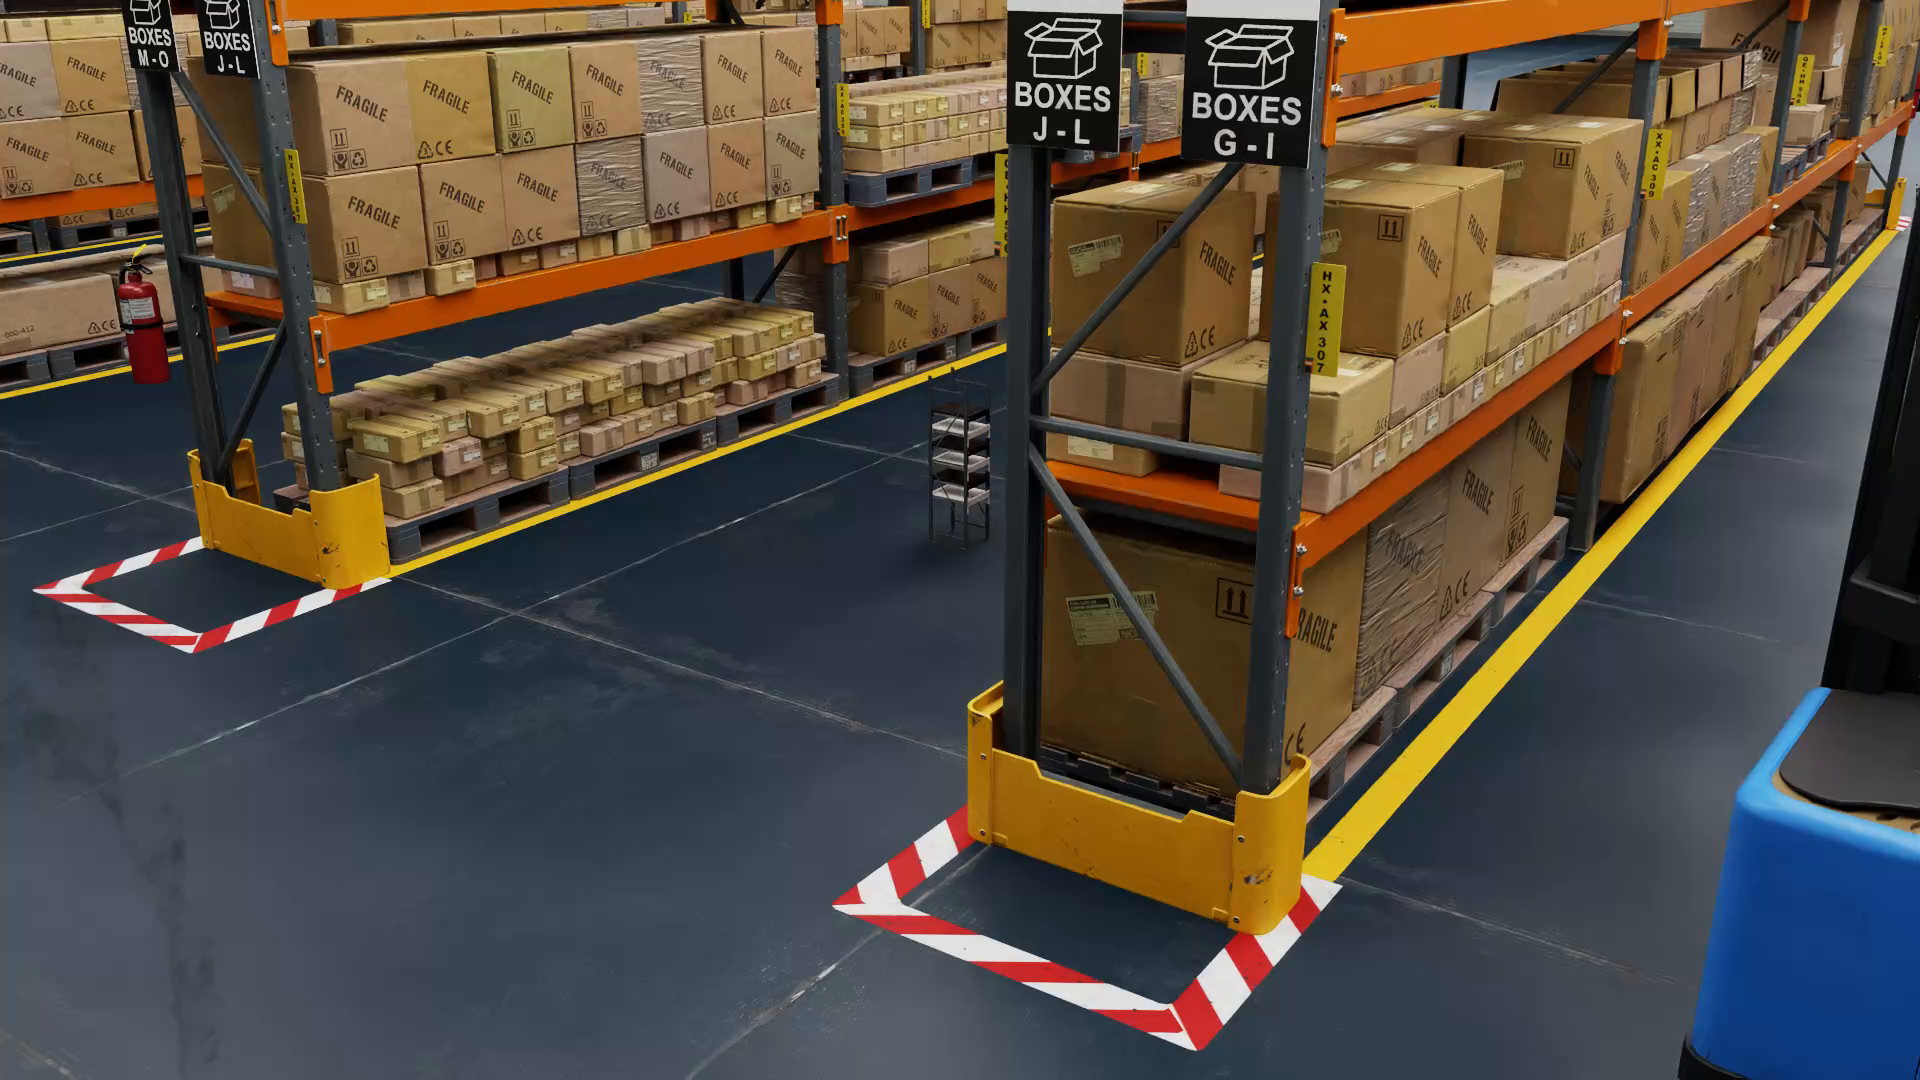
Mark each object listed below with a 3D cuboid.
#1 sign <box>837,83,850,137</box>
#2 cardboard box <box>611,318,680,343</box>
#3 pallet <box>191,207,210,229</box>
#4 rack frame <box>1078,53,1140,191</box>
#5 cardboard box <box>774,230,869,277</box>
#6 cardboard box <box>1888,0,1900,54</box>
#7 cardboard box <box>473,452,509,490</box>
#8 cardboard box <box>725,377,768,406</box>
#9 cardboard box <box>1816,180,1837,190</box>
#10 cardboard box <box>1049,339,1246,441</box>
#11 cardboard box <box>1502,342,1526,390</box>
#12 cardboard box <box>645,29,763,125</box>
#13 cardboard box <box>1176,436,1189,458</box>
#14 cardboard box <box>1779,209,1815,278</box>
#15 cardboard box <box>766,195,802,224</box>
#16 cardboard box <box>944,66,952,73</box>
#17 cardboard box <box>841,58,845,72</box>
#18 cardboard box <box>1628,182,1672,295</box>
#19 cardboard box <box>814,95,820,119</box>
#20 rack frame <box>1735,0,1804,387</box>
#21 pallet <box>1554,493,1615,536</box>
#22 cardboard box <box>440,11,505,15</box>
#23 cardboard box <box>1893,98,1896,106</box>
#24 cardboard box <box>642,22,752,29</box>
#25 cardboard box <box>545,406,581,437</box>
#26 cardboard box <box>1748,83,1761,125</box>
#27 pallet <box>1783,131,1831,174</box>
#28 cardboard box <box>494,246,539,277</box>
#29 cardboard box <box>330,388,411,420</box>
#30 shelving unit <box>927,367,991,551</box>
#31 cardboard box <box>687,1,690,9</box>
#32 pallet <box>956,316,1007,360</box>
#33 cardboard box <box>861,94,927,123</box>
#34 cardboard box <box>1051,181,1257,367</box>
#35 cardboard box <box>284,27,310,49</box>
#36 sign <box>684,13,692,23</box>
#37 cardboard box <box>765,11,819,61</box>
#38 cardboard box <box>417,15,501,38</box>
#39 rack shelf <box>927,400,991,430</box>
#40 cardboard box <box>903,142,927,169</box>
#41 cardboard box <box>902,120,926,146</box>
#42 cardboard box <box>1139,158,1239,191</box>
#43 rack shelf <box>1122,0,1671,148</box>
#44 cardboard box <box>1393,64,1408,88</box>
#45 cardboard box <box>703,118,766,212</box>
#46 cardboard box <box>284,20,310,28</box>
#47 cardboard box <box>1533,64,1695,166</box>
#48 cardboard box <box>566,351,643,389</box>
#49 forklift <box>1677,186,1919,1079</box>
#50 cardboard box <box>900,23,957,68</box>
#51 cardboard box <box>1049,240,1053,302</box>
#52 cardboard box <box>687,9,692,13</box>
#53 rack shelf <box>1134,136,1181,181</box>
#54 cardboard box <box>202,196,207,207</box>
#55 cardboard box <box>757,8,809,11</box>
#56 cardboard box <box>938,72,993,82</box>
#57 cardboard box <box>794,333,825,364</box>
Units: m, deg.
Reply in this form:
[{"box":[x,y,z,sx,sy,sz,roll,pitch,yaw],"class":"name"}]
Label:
[{"box":[-0.749,-2.745,10.615,0.100,0.325,0.005,13,24,32],"class":"sign"},{"box":[-2.000,-1.294,10.587,0.380,0.149,0.250,13,24,30],"class":"cardboard box"},{"box":[-8.349,-3.630,18.276,1.003,0.211,1.213,13,24,32],"class":"pallet"},{"box":[1.047,-3.590,14.148,1.000,3.000,0.127,13,24,32],"class":"rack frame"},{"box":[-0.992,-2.082,11.987,0.500,0.250,0.500,13,24,30],"class":"cardboard box"},{"box":[8.084,-4.621,14.918,0.500,0.500,0.500,13,24,32],"class":"cardboard box"},{"box":[-2.678,-0.407,9.044,0.380,0.149,0.250,14,24,32],"class":"cardboard box"},{"box":[-1.451,-0.977,10.587,0.380,0.149,0.250,12,24,30],"class":"cardboard box"},{"box":[8.198,-3.233,16.178,0.500,0.500,0.500,11,23,27],"class":"cardboard box"},{"box":[0.648,-0.559,5.739,0.500,0.250,0.500,13,24,31],"class":"cardboard box"},{"box":[2.077,-0.736,6.792,0.380,0.149,0.250,14,24,33],"class":"cardboard box"},{"box":[-1.529,-2.761,9.892,0.500,0.500,0.500,12,24,30],"class":"cardboard box"},{"box":[0.668,-0.422,5.945,0.380,0.149,0.250,14,24,32],"class":"cardboard box"},{"box":[6.978,-2.604,14.450,0.700,0.500,0.500,11,23,28],"class":"cardboard box"},{"box":[-1.223,-2.102,10.487,0.380,0.149,0.250,13,24,30],"class":"cardboard box"},{"box":[-0.314,-5.667,20.124,0.380,0.149,0.250,14,25,33],"class":"cardboard box"},{"box":[-1.502,-5.262,18.424,0.380,0.149,0.250,13,24,32],"class":"cardboard box"},{"box":[3.309,-1.577,8.559,0.500,0.500,0.500,13,24,32],"class":"cardboard box"},{"box":[-1.138,-2.954,11.327,0.380,0.149,0.250,15,25,34],"class":"cardboard box"},{"box":[5.092,-2.594,11.455,1.000,3.000,0.127,13,24,32],"class":"rack frame"},{"box":[3.215,-0.375,9.474,1.003,0.211,1.213,13,24,32],"class":"pallet"},{"box":[-4.444,-4.515,15.062,0.500,0.500,0.500,14,24,33],"class":"cardboard box"},{"box":[9.207,-4.428,16.773,0.380,0.149,0.250,13,24,32],"class":"cardboard box"},{"box":[-1.657,-3.016,10.581,0.500,0.500,0.500,14,24,33],"class":"cardboard box"},{"box":[-2.374,-0.697,9.401,0.380,0.149,0.250,12,23,29],"class":"cardboard box"},{"box":[5.363,-3.001,11.804,0.500,0.500,0.500,10,23,25],"class":"cardboard box"},{"box":[6.171,-3.080,13.045,1.003,0.211,1.213,13,24,32],"class":"pallet"},{"box":[-2.488,-1.528,8.935,0.380,0.149,0.250,13,24,31],"class":"cardboard box"},{"box":[-3.174,-0.696,8.970,0.380,0.149,0.250,14,24,33],"class":"cardboard box"},{"box":[-0.005,-0.420,8.603,0.258,0.900,0.210,13,24,32],"class":"shelving unit"},{"box":[-3.977,-7.467,23.120,0.380,0.149,0.250,13,24,31],"class":"cardboard box"},{"box":[-0.080,-1.710,13.084,1.003,0.211,1.213,13,24,32],"class":"pallet"},{"box":[-0.448,-2.906,11.195,0.380,0.149,0.250,14,25,33],"class":"cardboard box"},{"box":[0.651,-0.911,5.610,0.500,0.500,0.500,14,24,32],"class":"cardboard box"},{"box":[-5.389,-3.706,12.874,0.500,0.500,0.500,13,24,31],"class":"cardboard box"},{"box":[-2.643,-4.963,16.188,0.100,0.325,0.005,13,24,32],"class":"sign"},{"box":[-1.792,-5.441,17.972,0.500,0.500,0.500,12,24,30],"class":"cardboard box"},{"box":[-4.320,-4.260,14.373,0.500,0.500,0.500,13,24,31],"class":"cardboard box"},{"box":[-0.005,-0.642,8.520,0.258,0.077,0.200,13,24,32],"class":"rack shelf"},{"box":[-0.449,-2.626,11.297,0.380,0.149,0.250,14,24,33],"class":"cardboard box"},{"box":[-0.456,-2.760,11.230,0.380,0.149,0.250,13,24,31],"class":"cardboard box"},{"box":[1.952,-3.141,15.570,1.050,0.750,0.750,14,24,33],"class":"cardboard box"},{"box":[1.719,-1.942,6.405,1.077,0.370,4.000,13,24,32],"class":"rack shelf"},{"box":[4.663,-5.543,19.209,0.875,0.550,0.550,13,24,32],"class":"cardboard box"},{"box":[-1.533,-2.287,10.050,0.500,0.500,0.500,13,24,30],"class":"cardboard box"},{"box":[-5.262,-4.049,12.867,0.380,0.149,0.250,13,24,31],"class":"cardboard box"},{"box":[3.591,-2.343,9.187,0.797,0.503,0.637,14,24,32],"class":"cardboard box"},{"box":[-2.089,-0.990,9.765,0.380,0.149,0.250,13,24,32],"class":"cardboard box"},{"box":[3.192,-0.058,4.697,1.130,2.935,3.031,15,25,36],"class":"forklift"},{"box":[-0.377,-5.933,19.907,0.500,0.500,0.500,13,24,32],"class":"cardboard box"},{"box":[0.598,-2.227,13.460,0.500,0.500,0.500,14,25,34],"class":"cardboard box"},{"box":[-3.949,-7.319,23.148,0.380,0.149,0.250,13,24,31],"class":"cardboard box"},{"box":[2.171,-3.827,15.824,1.077,0.370,4.000,13,24,32],"class":"rack shelf"},{"box":[-8.130,-3.910,18.010,0.500,0.500,0.500,12,24,30],"class":"cardboard box"},{"box":[-1.926,-5.696,18.663,0.500,0.500,0.500,13,24,32],"class":"cardboard box"},{"box":[0.036,-3.553,12.945,0.380,0.149,0.250,15,25,34],"class":"cardboard box"},{"box":[-1.116,-1.290,11.003,0.380,0.149,0.250,14,24,33],"class":"cardboard box"}]
